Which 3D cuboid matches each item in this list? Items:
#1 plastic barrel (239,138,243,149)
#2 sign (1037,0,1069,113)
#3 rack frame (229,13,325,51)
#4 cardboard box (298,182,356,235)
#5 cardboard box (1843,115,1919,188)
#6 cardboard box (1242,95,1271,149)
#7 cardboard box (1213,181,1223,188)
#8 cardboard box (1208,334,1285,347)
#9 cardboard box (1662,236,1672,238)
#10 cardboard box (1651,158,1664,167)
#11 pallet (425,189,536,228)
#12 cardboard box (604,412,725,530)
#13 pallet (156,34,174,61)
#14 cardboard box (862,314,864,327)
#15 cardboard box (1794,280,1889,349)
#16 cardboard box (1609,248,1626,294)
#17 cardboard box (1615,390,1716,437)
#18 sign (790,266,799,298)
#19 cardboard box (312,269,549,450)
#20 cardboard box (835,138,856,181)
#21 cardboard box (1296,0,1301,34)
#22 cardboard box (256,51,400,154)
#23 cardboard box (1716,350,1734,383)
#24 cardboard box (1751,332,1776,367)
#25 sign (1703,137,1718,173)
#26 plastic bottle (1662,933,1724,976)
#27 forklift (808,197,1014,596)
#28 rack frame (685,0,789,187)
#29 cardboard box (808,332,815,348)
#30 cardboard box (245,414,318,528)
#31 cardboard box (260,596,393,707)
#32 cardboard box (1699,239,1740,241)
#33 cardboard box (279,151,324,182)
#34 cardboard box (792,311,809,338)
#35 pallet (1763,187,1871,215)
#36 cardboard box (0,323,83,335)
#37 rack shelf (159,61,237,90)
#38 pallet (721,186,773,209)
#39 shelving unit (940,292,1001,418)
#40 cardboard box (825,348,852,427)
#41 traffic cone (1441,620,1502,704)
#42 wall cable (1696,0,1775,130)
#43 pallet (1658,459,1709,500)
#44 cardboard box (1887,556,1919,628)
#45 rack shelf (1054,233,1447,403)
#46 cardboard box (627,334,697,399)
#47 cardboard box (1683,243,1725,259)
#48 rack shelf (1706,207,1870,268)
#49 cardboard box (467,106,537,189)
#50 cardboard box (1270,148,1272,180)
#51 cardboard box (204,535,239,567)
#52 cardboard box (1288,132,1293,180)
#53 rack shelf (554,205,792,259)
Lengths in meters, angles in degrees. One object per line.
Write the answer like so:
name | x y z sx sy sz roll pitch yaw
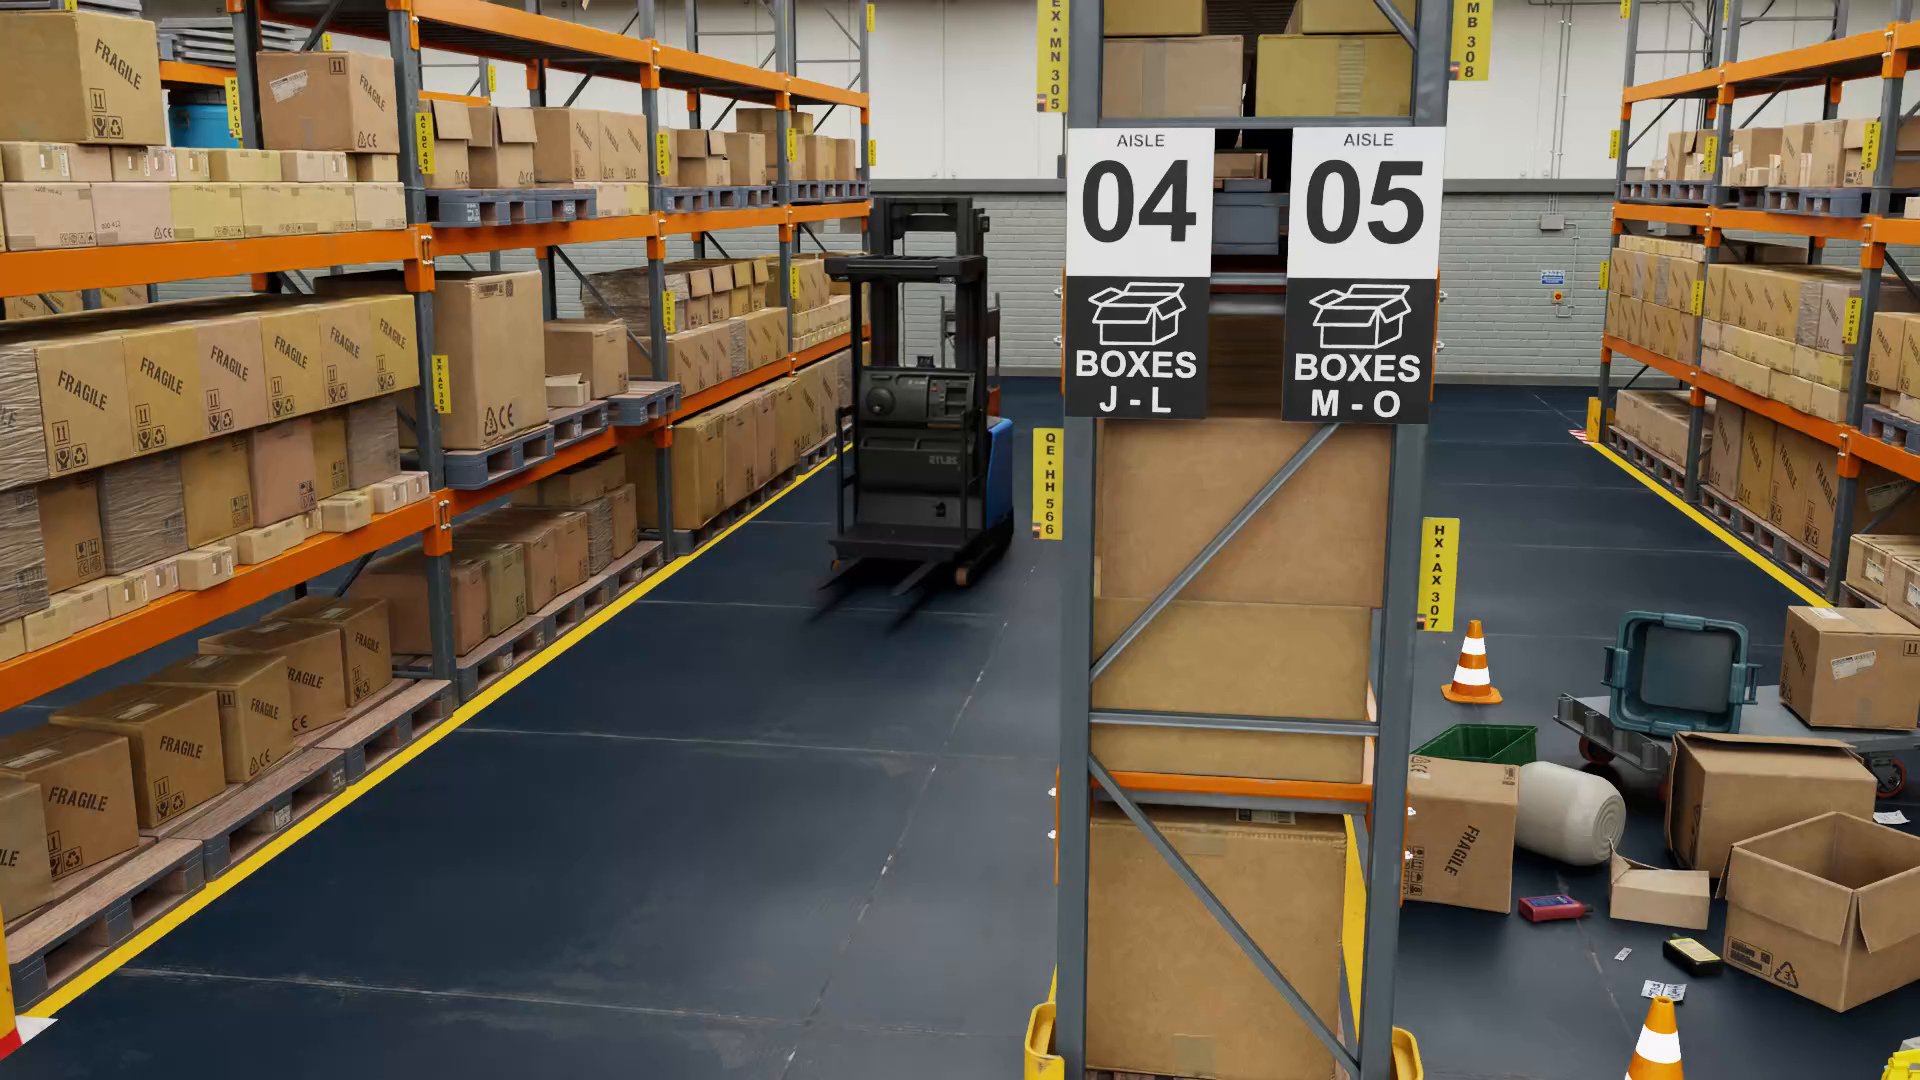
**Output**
plastic barrel | -7.078 -3.867 16.752 0.600 0.588 0.600 0 12 0
sign | 0.262 -1.340 4.559 0.100 0.325 0.005 2 12 9
rack frame | -7.138 -5.232 17.412 1.000 3.000 0.127 2 12 9
cardboard box | -3.377 -1.655 8.289 0.500 0.250 0.500 2 12 10
cardboard box | 6.841 -2.791 11.961 0.797 0.503 0.637 1 12 5
cardboard box | 1.589 -1.974 7.828 0.500 0.250 0.500 2 12 8
cardboard box | 1.863 -2.767 12.855 0.500 0.500 0.500 2 12 9
cardboard box | 1.131 -0.591 7.198 0.875 0.550 0.550 2 12 9
cardboard box | 7.865 -3.384 18.924 0.380 0.149 0.250 2 12 10
cardboard box | 8.183 -4.201 18.870 0.500 0.250 0.500 1 12 3
pallet | -3.274 -1.973 9.856 1.213 0.211 1.003 2 12 9
cardboard box | -2.733 -0.616 14.278 1.225 0.875 0.875 1 12 6
pallet | -7.612 -4.261 14.302 1.213 0.211 1.003 2 12 9
cardboard box | -1.397 -2.710 20.545 0.380 0.149 0.250 2 12 9
cardboard box | 6.824 -1.746 12.865 0.500 0.500 0.500 2 12 10
cardboard box | 7.808 -3.098 19.136 0.500 0.500 0.500 2 12 7
cardboard box | 8.160 -1.463 19.246 0.875 0.438 0.875 1 12 7
sign | -1.707 -2.651 17.113 0.100 0.325 0.005 2 12 9
cardboard box | -3.214 -1.133 10.211 1.000 1.000 1.000 2 12 9
cardboard box | -1.656 -4.631 20.271 0.700 0.500 0.500 1 12 5
cardboard box | 1.201 -1.558 4.953 0.380 0.149 0.250 2 12 9
cardboard box | -3.292 -2.277 8.688 0.500 0.500 0.500 2 12 7
cardboard box | 7.141 -1.554 14.940 0.500 0.250 0.500 2 12 7
cardboard box | 6.969 -1.588 13.910 0.500 0.250 0.500 2 12 7
sign | 6.999 -3.593 15.512 0.100 0.325 0.005 2 12 9
plastic bottle | 2.917 1.656 6.666 0.133 0.061 0.283 -2 12 -11
forklift | -0.386 -1.155 12.893 1.130 2.935 3.031 3 13 14
rack frame | -2.244 -5.072 16.667 1.000 3.000 0.127 2 12 9
cardboard box | -1.790 -2.177 18.070 0.380 0.149 0.250 2 12 11
cardboard box | -3.694 -0.366 8.129 0.875 0.500 0.500 2 12 9
cardboard box | -3.576 0.625 9.410 0.500 0.500 0.500 1 12 7
cardboard box | 8.164 -3.157 17.871 0.380 0.149 0.250 2 12 10
cardboard box | -3.341 -1.819 8.102 0.380 0.149 0.250 1 12 7
cardboard box | -1.913 -2.301 17.698 0.500 0.250 0.500 2 12 8
pallet | 7.148 -2.728 13.360 1.003 0.211 1.213 2 12 11
cardboard box | -4.099 -0.655 7.096 0.500 0.500 0.500 2 12 9
rack shelf | -7.446 -4.269 15.598 1.077 0.370 4.000 2 12 9
pallet | -2.337 -3.319 16.110 0.805 0.209 1.217 1 12 6
shelving unit | 0.096 -1.108 14.650 0.431 2.100 0.503 3 13 14
cardboard box | -1.788 -1.813 19.833 0.875 0.875 0.875 2 12 9
traffic cone | 3.109 0.718 10.064 0.336 0.463 0.334 2 12 9
wall cable | 12.249 -6.672 24.003 2.988 3.039 0.133 2 12 9
pallet | 7.742 -0.611 16.826 1.003 0.211 1.213 2 12 9
cardboard box | 6.730 0.365 10.920 0.950 0.372 0.625 2 12 8
rack shelf | 1.103 -0.990 6.556 1.077 0.370 4.000 2 12 9
cardboard box | -2.516 -1.448 13.853 0.500 0.500 0.500 2 12 10
cardboard box | 7.498 -2.903 16.695 0.380 0.149 0.250 2 12 8
rack shelf | 7.240 -2.516 13.637 1.077 0.370 4.000 2 12 9
cardboard box | -3.161 -2.487 10.550 0.797 0.503 0.637 2 12 11
cardboard box | 1.594 -1.697 7.491 0.380 0.149 0.250 2 12 10
cardboard box | -3.577 0.065 7.670 0.380 0.149 0.250 2 12 9
cardboard box | 1.243 -1.223 5.292 0.380 0.149 0.250 2 12 9
rack shelf | -2.552 -2.837 15.127 1.077 0.370 4.000 2 12 9
